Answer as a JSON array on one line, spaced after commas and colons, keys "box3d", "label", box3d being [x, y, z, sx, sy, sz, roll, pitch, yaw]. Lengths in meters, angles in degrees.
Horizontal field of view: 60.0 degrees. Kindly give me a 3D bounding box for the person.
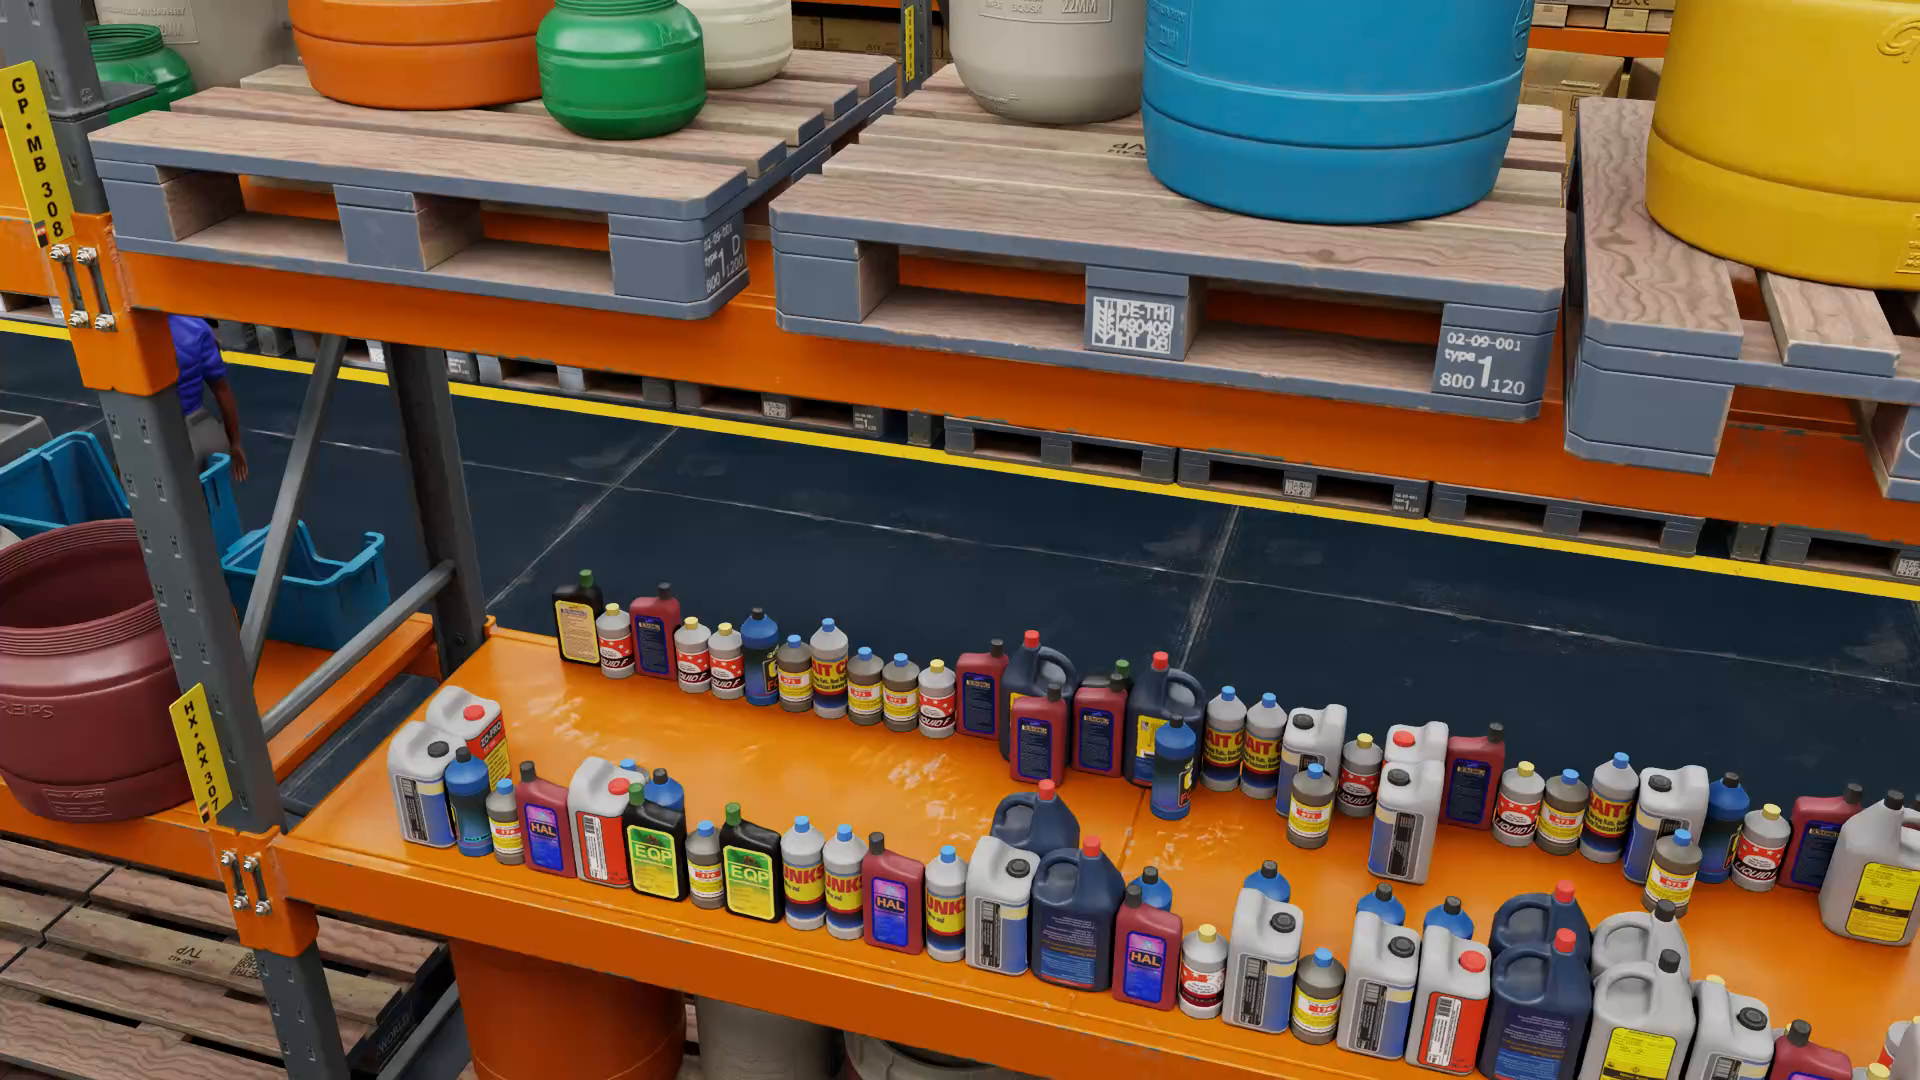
[{"box3d": [-3.173, -0.321, 6.739, 0.577, 1.717, 0.442, 13, 32, 22], "label": "person"}]
